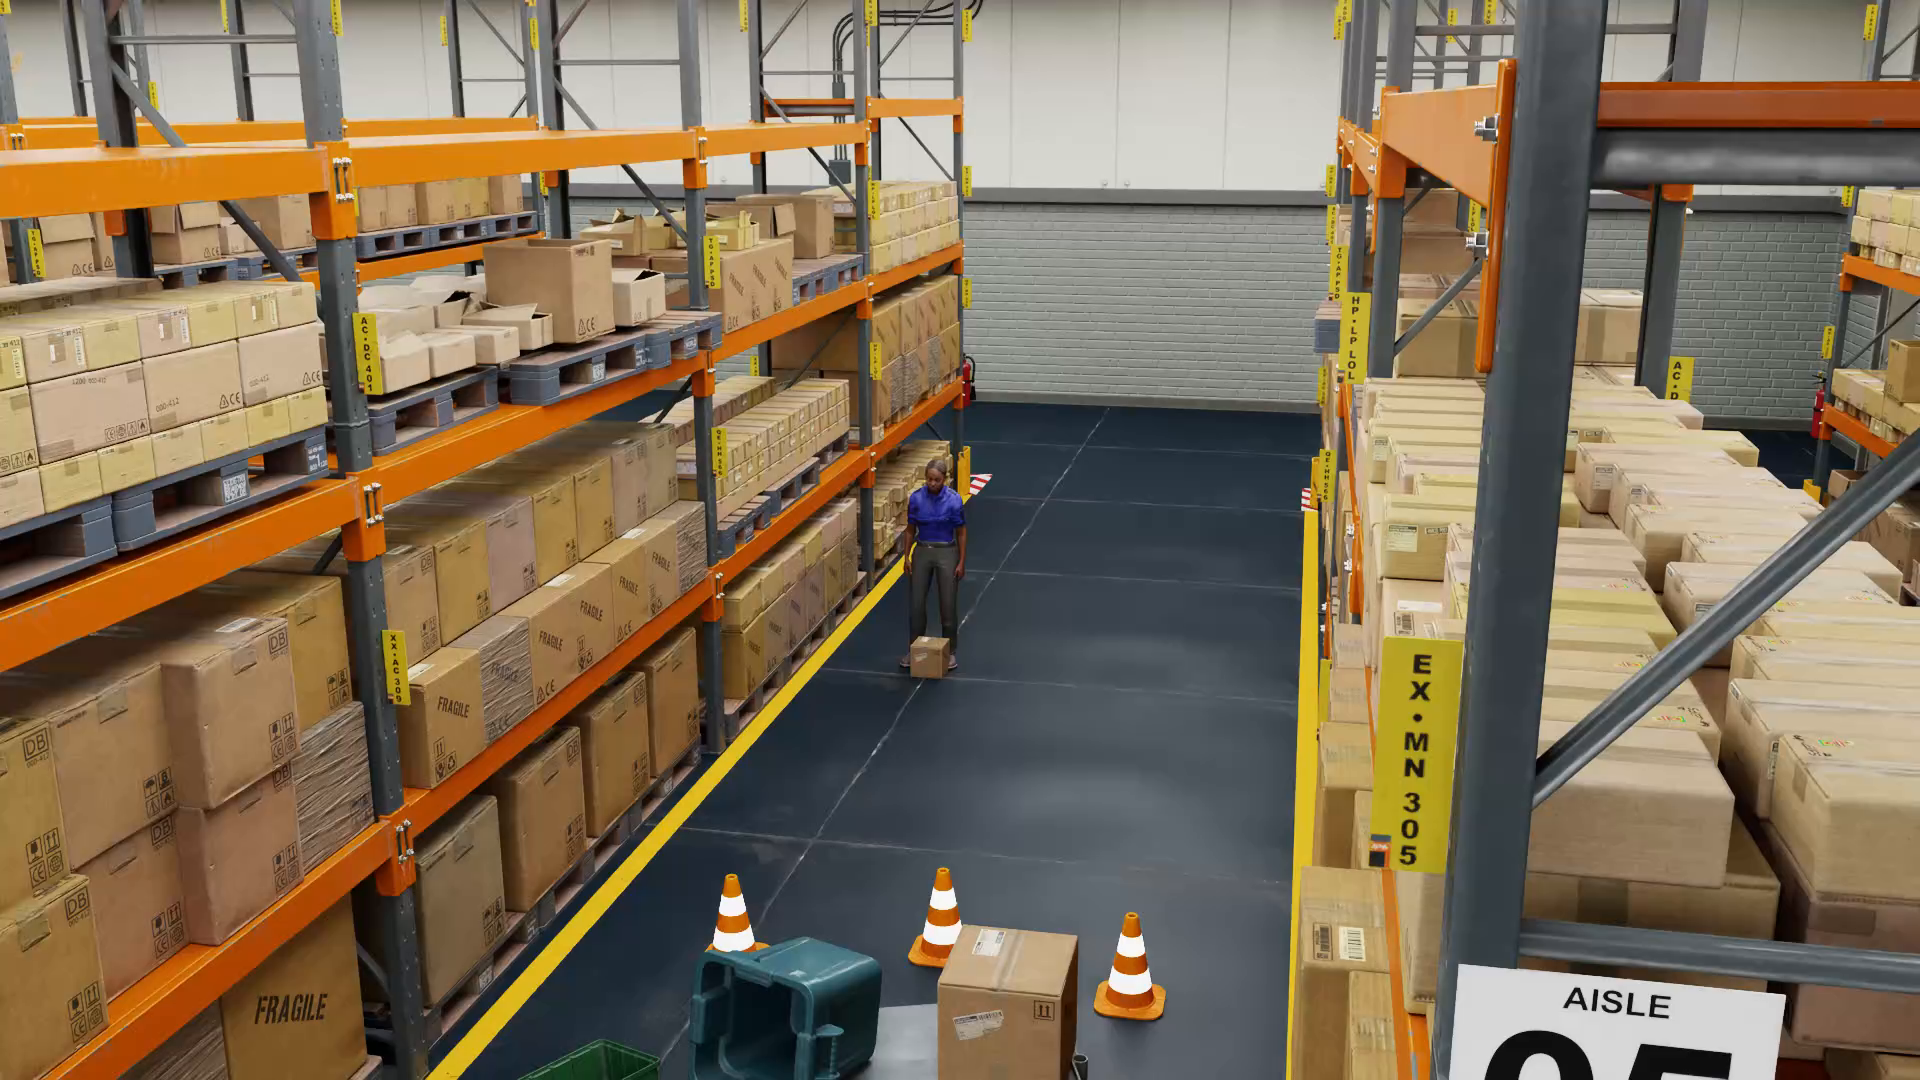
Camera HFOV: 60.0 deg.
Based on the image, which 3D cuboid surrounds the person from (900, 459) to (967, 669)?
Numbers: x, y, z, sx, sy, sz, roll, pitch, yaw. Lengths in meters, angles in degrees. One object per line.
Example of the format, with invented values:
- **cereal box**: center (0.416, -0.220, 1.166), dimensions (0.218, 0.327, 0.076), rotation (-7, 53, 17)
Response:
- **person**: center (-0.202, 0.169, 12.884), dimensions (0.506, 1.654, 0.346), rotation (2, 15, 9)
